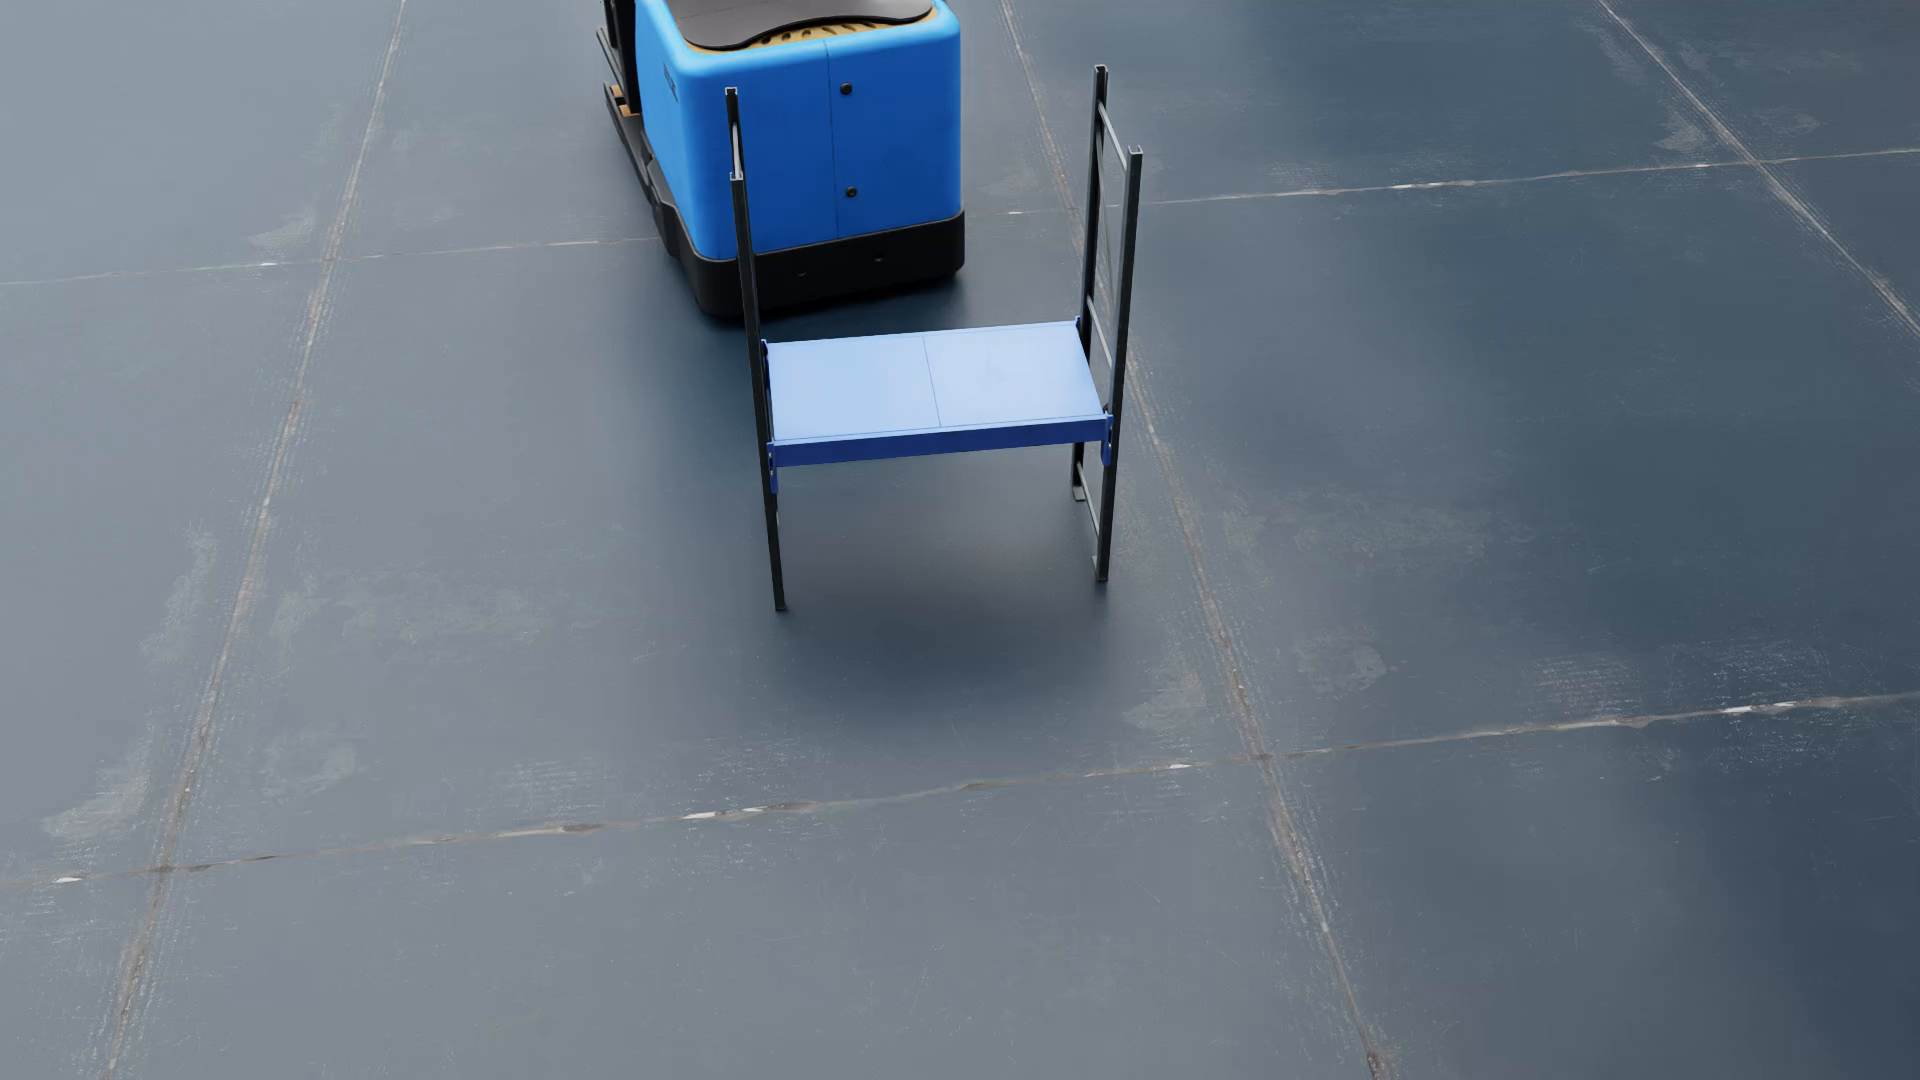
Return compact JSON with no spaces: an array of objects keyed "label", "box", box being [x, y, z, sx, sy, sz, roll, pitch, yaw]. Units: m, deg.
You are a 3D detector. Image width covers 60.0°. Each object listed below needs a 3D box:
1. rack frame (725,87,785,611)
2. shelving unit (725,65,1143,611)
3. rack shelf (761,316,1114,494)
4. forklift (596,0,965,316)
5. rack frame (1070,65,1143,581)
[{"label":"rack frame","box":[-0.589,-0.505,4.828,0.032,1.500,0.500,-5,42,-6]},{"label":"shelving unit","box":[-0.085,-0.550,4.877,1.048,1.500,0.538,-5,42,-6]},{"label":"rack shelf","box":[-0.085,-0.416,4.997,1.000,0.185,0.538,-5,42,-6]},{"label":"forklift","box":[-0.950,-2.922,6.438,1.130,2.935,3.031,-13,44,-14]},{"label":"rack frame","box":[0.419,-0.594,4.926,0.032,1.500,0.500,-5,42,-6]}]
